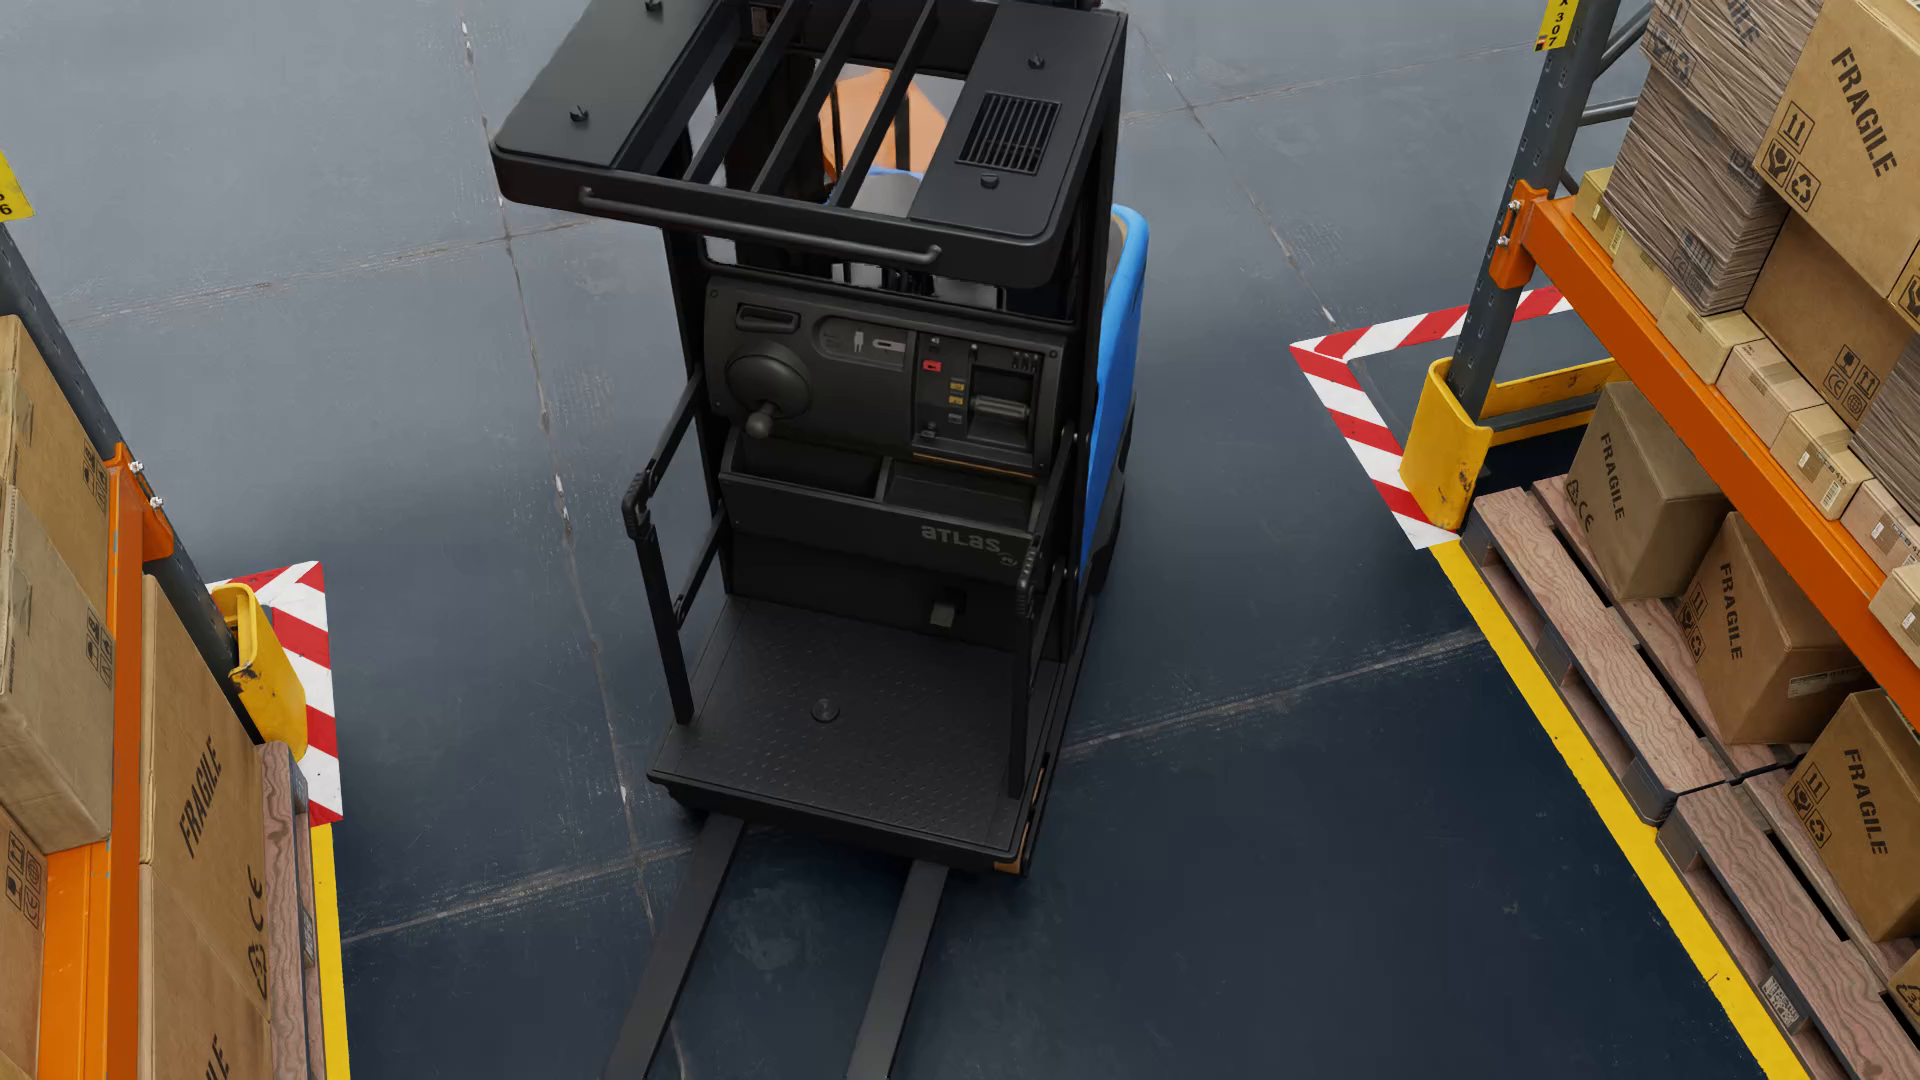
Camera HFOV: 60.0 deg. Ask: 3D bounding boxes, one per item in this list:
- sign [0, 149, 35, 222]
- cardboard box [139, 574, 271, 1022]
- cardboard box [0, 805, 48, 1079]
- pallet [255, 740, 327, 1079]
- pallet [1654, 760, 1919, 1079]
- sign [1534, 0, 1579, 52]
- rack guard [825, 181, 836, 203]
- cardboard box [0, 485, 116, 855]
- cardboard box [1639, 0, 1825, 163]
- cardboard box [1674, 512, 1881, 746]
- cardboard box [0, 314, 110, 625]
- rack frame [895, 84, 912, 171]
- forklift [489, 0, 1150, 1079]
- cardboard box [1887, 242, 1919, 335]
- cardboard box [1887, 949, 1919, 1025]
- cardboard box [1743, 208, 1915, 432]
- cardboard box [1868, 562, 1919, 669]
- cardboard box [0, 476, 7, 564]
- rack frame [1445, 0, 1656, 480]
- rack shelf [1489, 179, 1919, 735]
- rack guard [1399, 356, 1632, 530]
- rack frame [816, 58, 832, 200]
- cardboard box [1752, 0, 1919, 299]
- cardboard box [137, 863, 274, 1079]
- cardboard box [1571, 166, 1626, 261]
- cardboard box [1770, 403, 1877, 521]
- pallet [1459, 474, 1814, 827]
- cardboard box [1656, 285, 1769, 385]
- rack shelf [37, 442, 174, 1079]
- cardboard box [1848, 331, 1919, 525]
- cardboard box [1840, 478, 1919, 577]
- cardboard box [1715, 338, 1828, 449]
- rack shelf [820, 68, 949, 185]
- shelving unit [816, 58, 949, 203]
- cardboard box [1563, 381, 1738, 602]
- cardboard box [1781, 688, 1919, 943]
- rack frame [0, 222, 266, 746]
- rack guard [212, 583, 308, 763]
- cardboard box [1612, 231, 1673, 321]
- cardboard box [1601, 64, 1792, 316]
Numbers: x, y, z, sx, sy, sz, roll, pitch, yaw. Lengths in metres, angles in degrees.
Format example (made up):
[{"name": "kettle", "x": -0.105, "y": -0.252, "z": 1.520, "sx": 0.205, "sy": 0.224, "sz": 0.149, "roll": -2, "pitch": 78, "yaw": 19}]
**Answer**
[{"name": "sign", "x": -2.103, "y": -0.816, "z": 3.564, "sx": 0.100, "sy": 0.325, "sz": 0.005, "roll": -13, "pitch": 51, "yaw": -11}, {"name": "cardboard box", "x": -2.362, "y": 0.776, "z": 4.249, "sx": 0.875, "sy": 0.875, "sz": 0.875, "roll": -13, "pitch": 51, "yaw": -11}, {"name": "cardboard box", "x": -2.244, "y": 0.793, "z": 3.022, "sx": 0.875, "sy": 0.550, "sz": 0.550, "roll": -13, "pitch": 51, "yaw": -11}, {"name": "pallet", "x": -2.315, "y": 1.211, "z": 4.591, "sx": 1.003, "sy": 0.211, "sz": 1.213, "roll": -13, "pitch": 51, "yaw": -11}, {"name": "pallet", "x": 2.728, "y": 1.144, "z": 4.648, "sx": 1.003, "sy": 0.211, "sz": 1.213, "roll": -13, "pitch": 51, "yaw": -11}, {"name": "sign", "x": 1.624, "y": -1.458, "z": 4.451, "sx": 0.100, "sy": 0.325, "sz": 0.005, "roll": -13, "pitch": 51, "yaw": -11}, {"name": "rack guard", "x": -0.466, "y": -1.430, "z": 6.791, "sx": 0.587, "sy": 0.250, "sz": 0.087, "roll": -23, "pitch": 54, "yaw": -18}, {"name": "cardboard box", "x": -2.289, "y": 0.356, "z": 3.390, "sx": 0.875, "sy": 0.550, "sz": 0.550, "roll": -13, "pitch": 51, "yaw": -11}, {"name": "cardboard box", "x": 2.044, "y": -1.288, "z": 3.960, "sx": 0.500, "sy": 0.500, "sz": 0.500, "roll": -13, "pitch": 51, "yaw": -11}, {"name": "cardboard box", "x": 2.520, "y": 0.258, "z": 4.931, "sx": 0.500, "sy": 0.500, "sz": 0.500, "roll": -2, "pitch": 50, "yaw": -1}, {"name": "cardboard box", "x": -2.473, "y": -0.041, "z": 3.725, "sx": 0.875, "sy": 0.550, "sz": 0.550, "roll": -13, "pitch": 51, "yaw": -11}, {"name": "rack frame", "x": 0.015, "y": -1.164, "z": 5.750, "sx": 0.500, "sy": 1.500, "sz": 0.032, "roll": -23, "pitch": 54, "yaw": -18}, {"name": "forklift", "x": -0.255, "y": -0.297, "z": 4.084, "sx": 1.130, "sy": 2.935, "sz": 3.031, "roll": 11, "pitch": 51, "yaw": 9}, {"name": "cardboard box", "x": 2.335, "y": -0.557, "z": 3.344, "sx": 0.500, "sy": 0.500, "sz": 0.500, "roll": -13, "pitch": 51, "yaw": -11}, {"name": "cardboard box", "x": 2.810, "y": 1.137, "z": 4.190, "sx": 0.500, "sy": 0.500, "sz": 0.500, "roll": -17, "pitch": 52, "yaw": -14}, {"name": "cardboard box", "x": 2.541, "y": -0.683, "z": 4.104, "sx": 0.875, "sy": 0.500, "sz": 0.500, "roll": -13, "pitch": 51, "yaw": -11}, {"name": "cardboard box", "x": 2.350, "y": 0.159, "z": 3.818, "sx": 0.380, "sy": 0.149, "sz": 0.250, "roll": -13, "pitch": 51, "yaw": -11}, {"name": "cardboard box", "x": -2.302, "y": 0.011, "z": 2.975, "sx": 0.875, "sy": 0.550, "sz": 0.550, "roll": -13, "pitch": 51, "yaw": -11}, {"name": "rack frame", "x": 2.142, "y": -1.301, "z": 4.885, "sx": 1.000, "sy": 3.000, "sz": 0.127, "roll": -13, "pitch": 51, "yaw": -11}, {"name": "rack shelf", "x": 2.734, "y": 0.391, "z": 3.929, "sx": 1.077, "sy": 0.370, "sz": 4.000, "roll": -13, "pitch": 51, "yaw": -11}, {"name": "rack guard", "x": 2.165, "y": -0.440, "z": 5.794, "sx": 1.175, "sy": 0.500, "sz": 0.348, "roll": -13, "pitch": 51, "yaw": -11}, {"name": "rack frame", "x": -0.475, "y": -1.846, "z": 6.325, "sx": 0.500, "sy": 1.500, "sz": 0.032, "roll": -23, "pitch": 54, "yaw": -18}, {"name": "cardboard box", "x": 2.186, "y": -0.922, "z": 3.651, "sx": 0.500, "sy": 0.500, "sz": 0.500, "roll": -13, "pitch": 51, "yaw": -11}, {"name": "cardboard box", "x": -2.100, "y": 1.418, "z": 3.707, "sx": 0.875, "sy": 0.875, "sz": 0.875, "roll": -14, "pitch": 51, "yaw": -12}, {"name": "cardboard box", "x": 1.999, "y": -0.958, "z": 4.760, "sx": 0.380, "sy": 0.149, "sz": 0.250, "roll": -13, "pitch": 51, "yaw": -11}, {"name": "cardboard box", "x": 2.275, "y": -0.223, "z": 4.141, "sx": 0.380, "sy": 0.149, "sz": 0.250, "roll": -13, "pitch": 51, "yaw": -11}, {"name": "pallet", "x": 2.371, "y": 0.254, "z": 5.398, "sx": 1.003, "sy": 0.211, "sz": 1.213, "roll": -13, "pitch": 51, "yaw": -11}, {"name": "cardboard box", "x": 2.114, "y": -0.585, "z": 4.446, "sx": 0.380, "sy": 0.149, "sz": 0.250, "roll": -13, "pitch": 51, "yaw": -11}, {"name": "rack shelf", "x": -2.034, "y": 1.439, "z": 3.046, "sx": 1.077, "sy": 0.370, "sz": 4.000, "roll": -13, "pitch": 51, "yaw": -11}, {"name": "cardboard box", "x": 2.648, "y": -0.308, "z": 3.788, "sx": 0.875, "sy": 0.500, "sz": 0.500, "roll": -13, "pitch": 51, "yaw": -11}, {"name": "cardboard box", "x": 2.375, "y": -0.047, "z": 3.992, "sx": 0.380, "sy": 0.149, "sz": 0.250, "roll": -13, "pitch": 51, "yaw": -11}, {"name": "cardboard box", "x": 2.208, "y": -0.407, "z": 4.296, "sx": 0.380, "sy": 0.149, "sz": 0.250, "roll": -13, "pitch": 51, "yaw": -11}, {"name": "rack shelf", "x": -0.230, "y": -1.389, "z": 6.175, "sx": 0.538, "sy": 0.185, "sz": 1.000, "roll": -23, "pitch": 54, "yaw": -18}, {"name": "shelving unit", "x": -0.225, "y": -1.499, "z": 6.032, "sx": 0.587, "sy": 1.500, "sz": 1.083, "roll": -23, "pitch": 54, "yaw": -18}, {"name": "cardboard box", "x": 2.311, "y": -0.171, "z": 5.293, "sx": 0.500, "sy": 0.500, "sz": 0.500, "roll": -5, "pitch": 50, "yaw": -4}, {"name": "cardboard box", "x": 2.687, "y": 0.719, "z": 4.542, "sx": 0.500, "sy": 0.500, "sz": 0.500, "roll": -9, "pitch": 50, "yaw": -8}, {"name": "rack frame", "x": -2.626, "y": -0.254, "z": 4.002, "sx": 1.000, "sy": 3.000, "sz": 0.127, "roll": -13, "pitch": 51, "yaw": -11}, {"name": "rack guard", "x": -2.633, "y": 0.534, "z": 4.972, "sx": 1.175, "sy": 0.500, "sz": 0.348, "roll": -13, "pitch": 51, "yaw": -11}, {"name": "cardboard box", "x": 2.054, "y": -0.771, "z": 4.603, "sx": 0.380, "sy": 0.149, "sz": 0.250, "roll": -13, "pitch": 51, "yaw": -11}, {"name": "cardboard box", "x": 2.279, "y": -1.022, "z": 4.389, "sx": 0.875, "sy": 0.500, "sz": 0.500, "roll": -13, "pitch": 51, "yaw": -11}]
